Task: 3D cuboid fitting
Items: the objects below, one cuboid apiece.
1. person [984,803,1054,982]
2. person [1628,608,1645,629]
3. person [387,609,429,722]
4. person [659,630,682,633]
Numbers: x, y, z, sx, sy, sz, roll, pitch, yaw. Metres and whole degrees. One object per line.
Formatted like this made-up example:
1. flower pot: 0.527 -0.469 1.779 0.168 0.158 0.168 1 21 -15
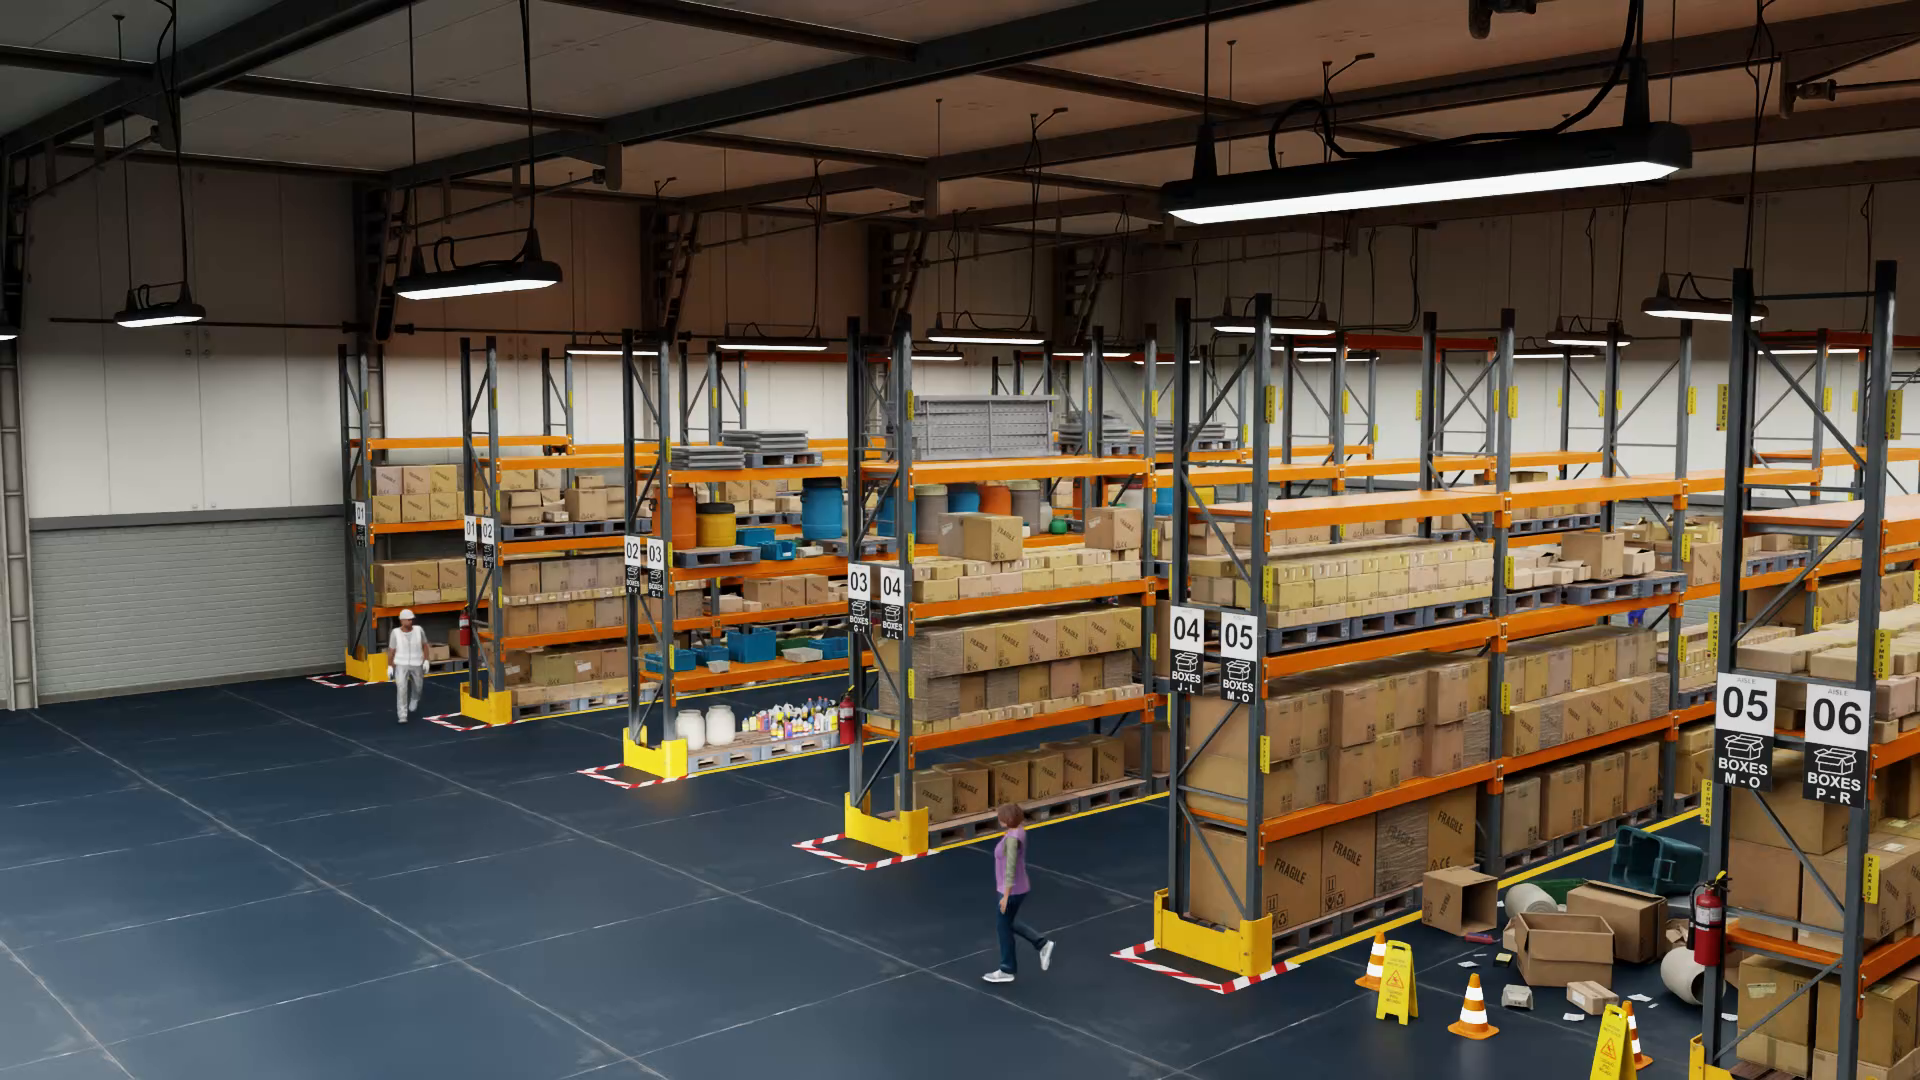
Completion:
1. person: 0.518 3.069 14.514 0.598 1.584 0.472 1 5 13
2. person: 12.182 1.657 29.820 0.455 1.638 0.619 -5 7 -43
3. person: -8.678 1.951 26.132 0.643 1.749 0.915 -2 6 -23
4. person: -5.347 1.678 30.354 0.404 1.519 0.959 4 6 37
